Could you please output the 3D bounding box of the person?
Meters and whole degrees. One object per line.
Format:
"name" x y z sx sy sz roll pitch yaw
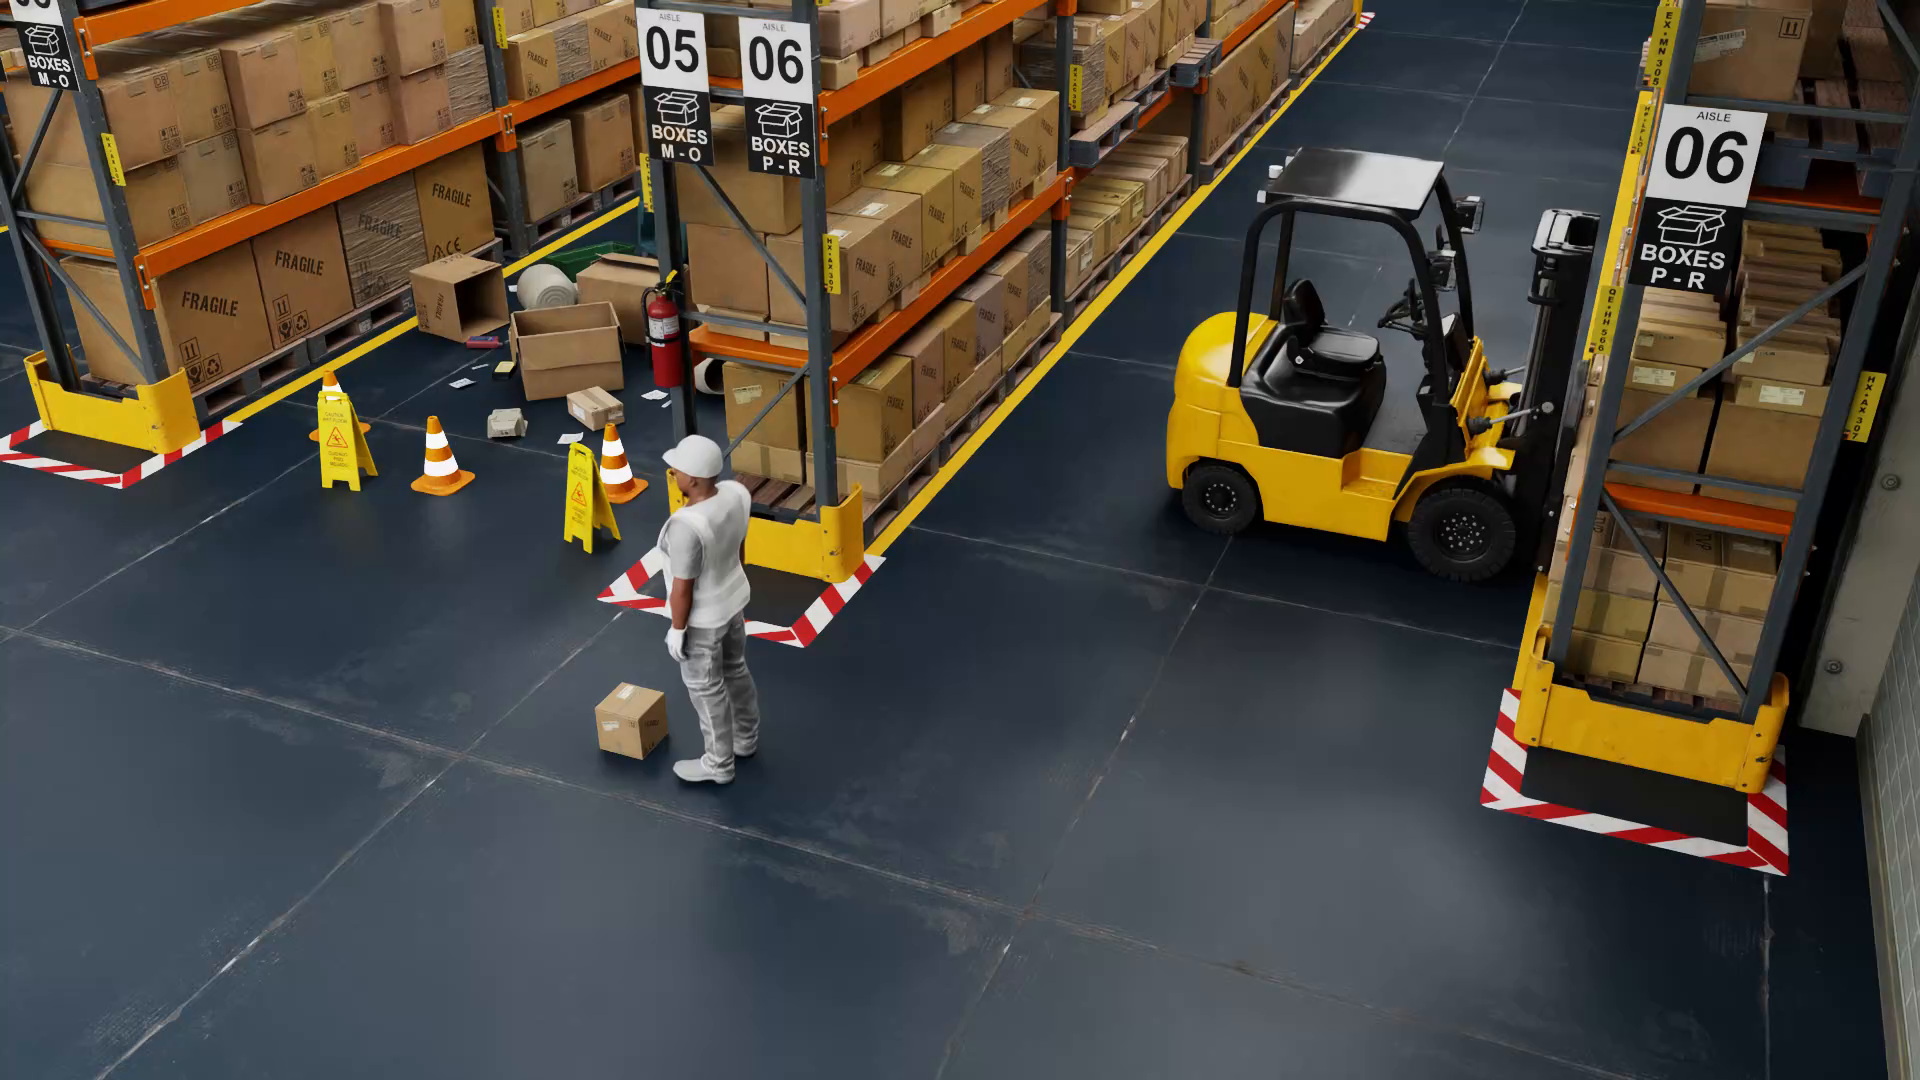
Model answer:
"person" -1.193 0.323 7.776 0.362 1.785 0.550 13 32 22
